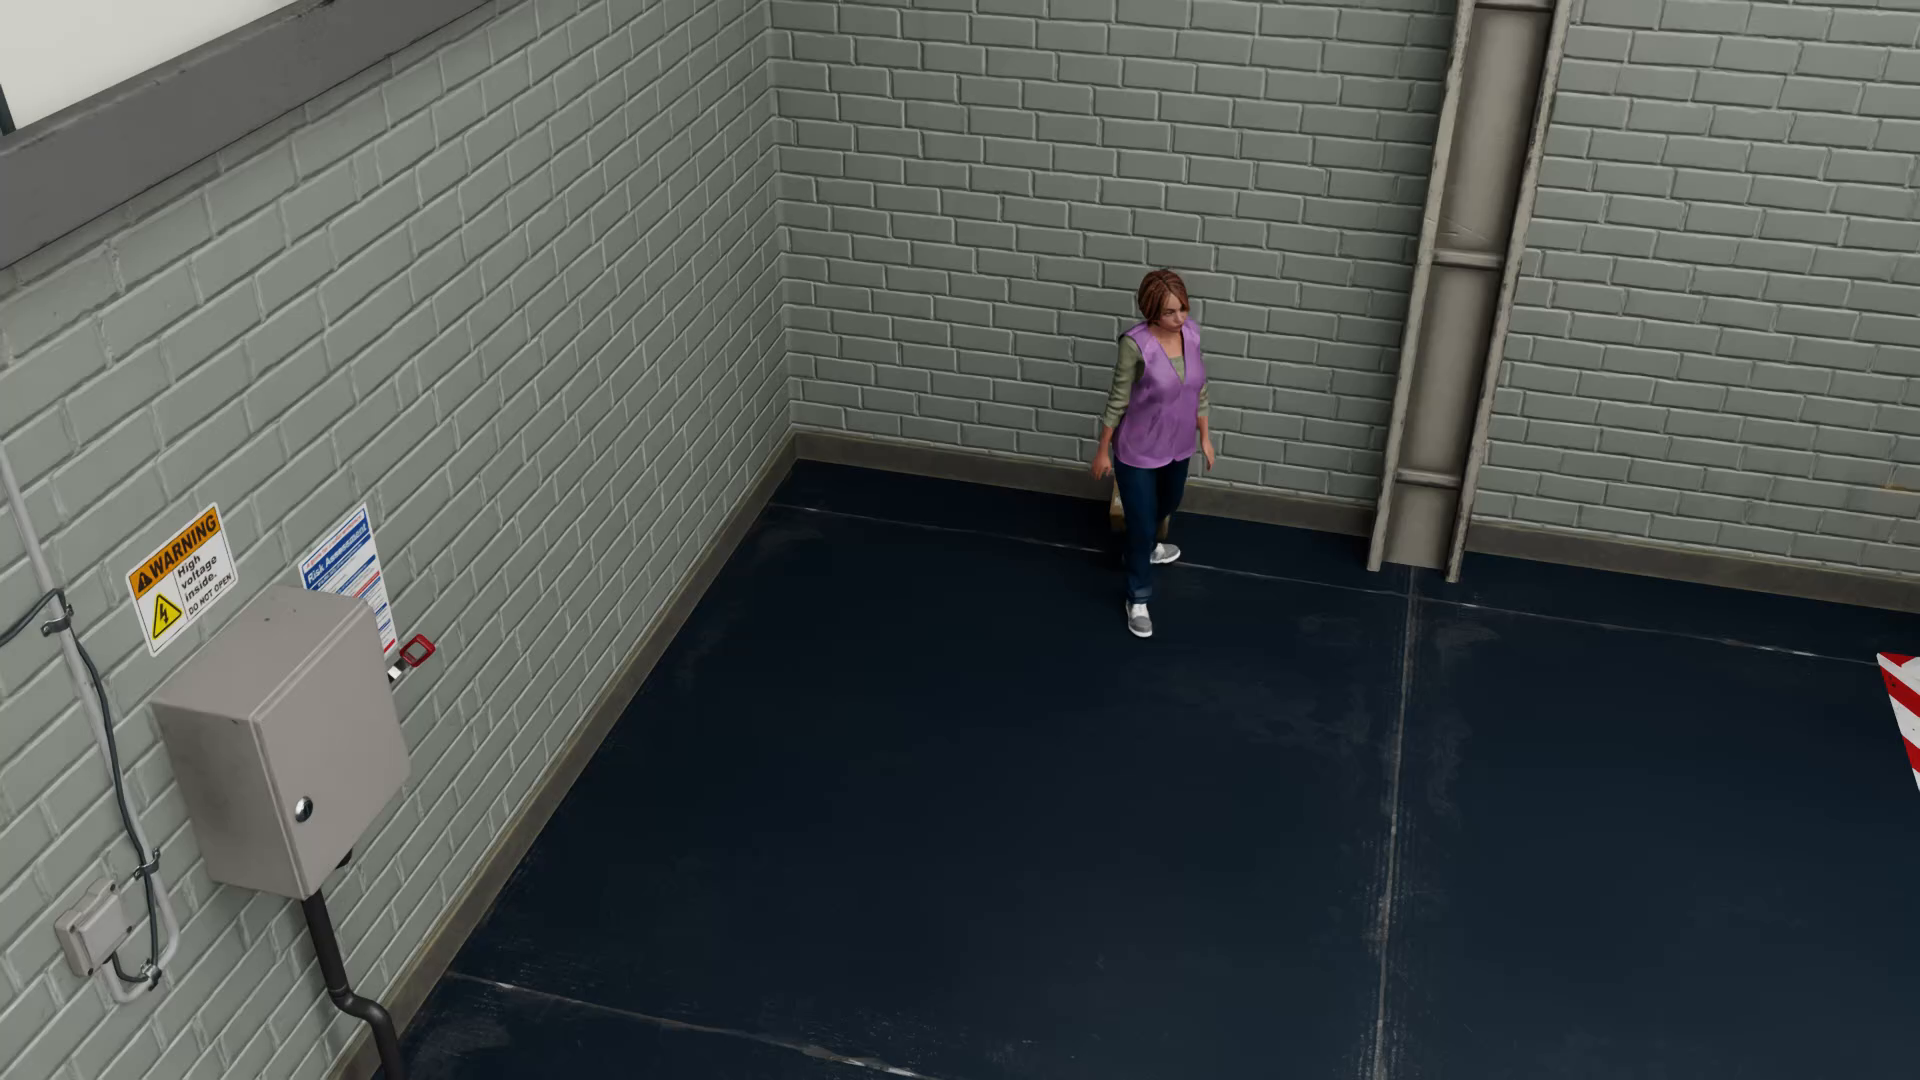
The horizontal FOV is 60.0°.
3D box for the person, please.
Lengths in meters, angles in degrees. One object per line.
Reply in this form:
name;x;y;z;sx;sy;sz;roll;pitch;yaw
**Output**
person;0.808;-0.416;6.784;0.598;1.588;0.475;-23;40;-31
